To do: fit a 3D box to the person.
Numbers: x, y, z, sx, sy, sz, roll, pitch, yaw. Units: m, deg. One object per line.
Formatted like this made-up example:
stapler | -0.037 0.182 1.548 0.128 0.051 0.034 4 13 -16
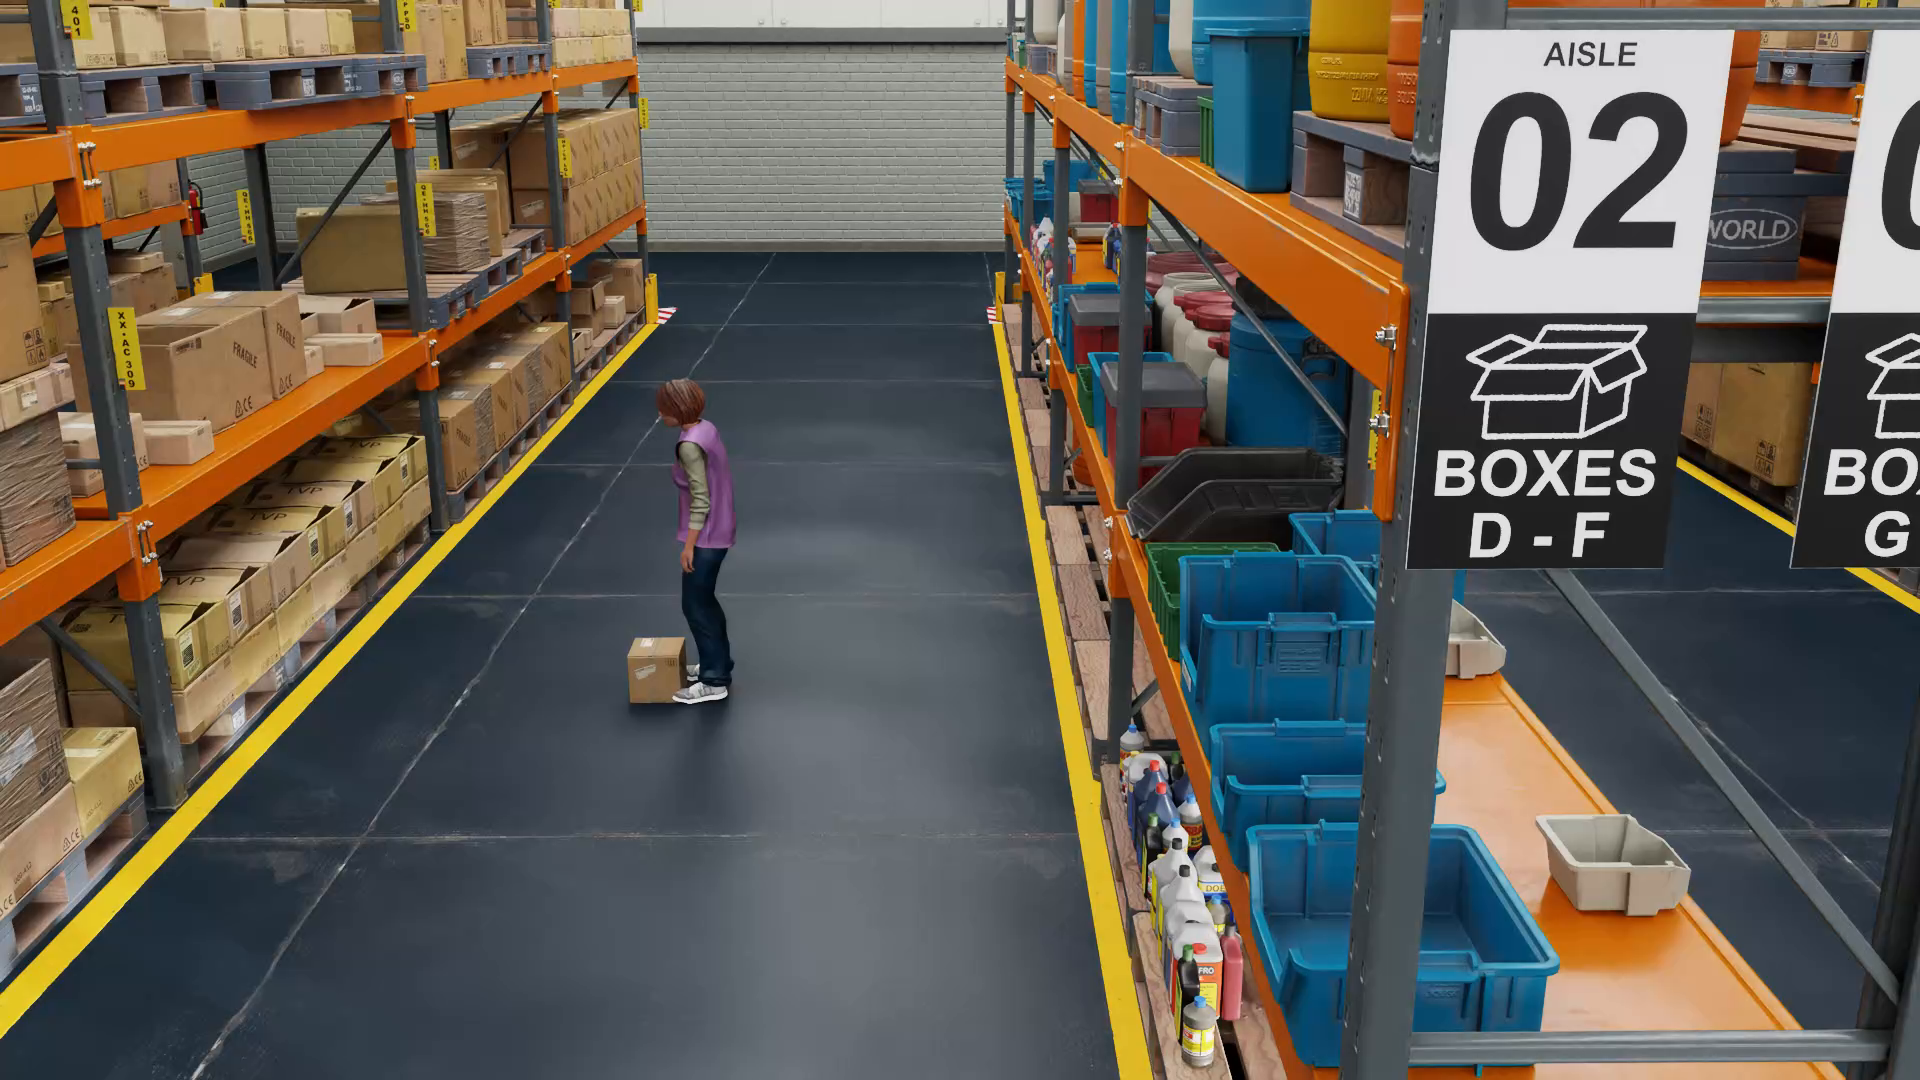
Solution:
person | -1.256 0.000 8.068 0.345 1.592 0.460 0 17 0
